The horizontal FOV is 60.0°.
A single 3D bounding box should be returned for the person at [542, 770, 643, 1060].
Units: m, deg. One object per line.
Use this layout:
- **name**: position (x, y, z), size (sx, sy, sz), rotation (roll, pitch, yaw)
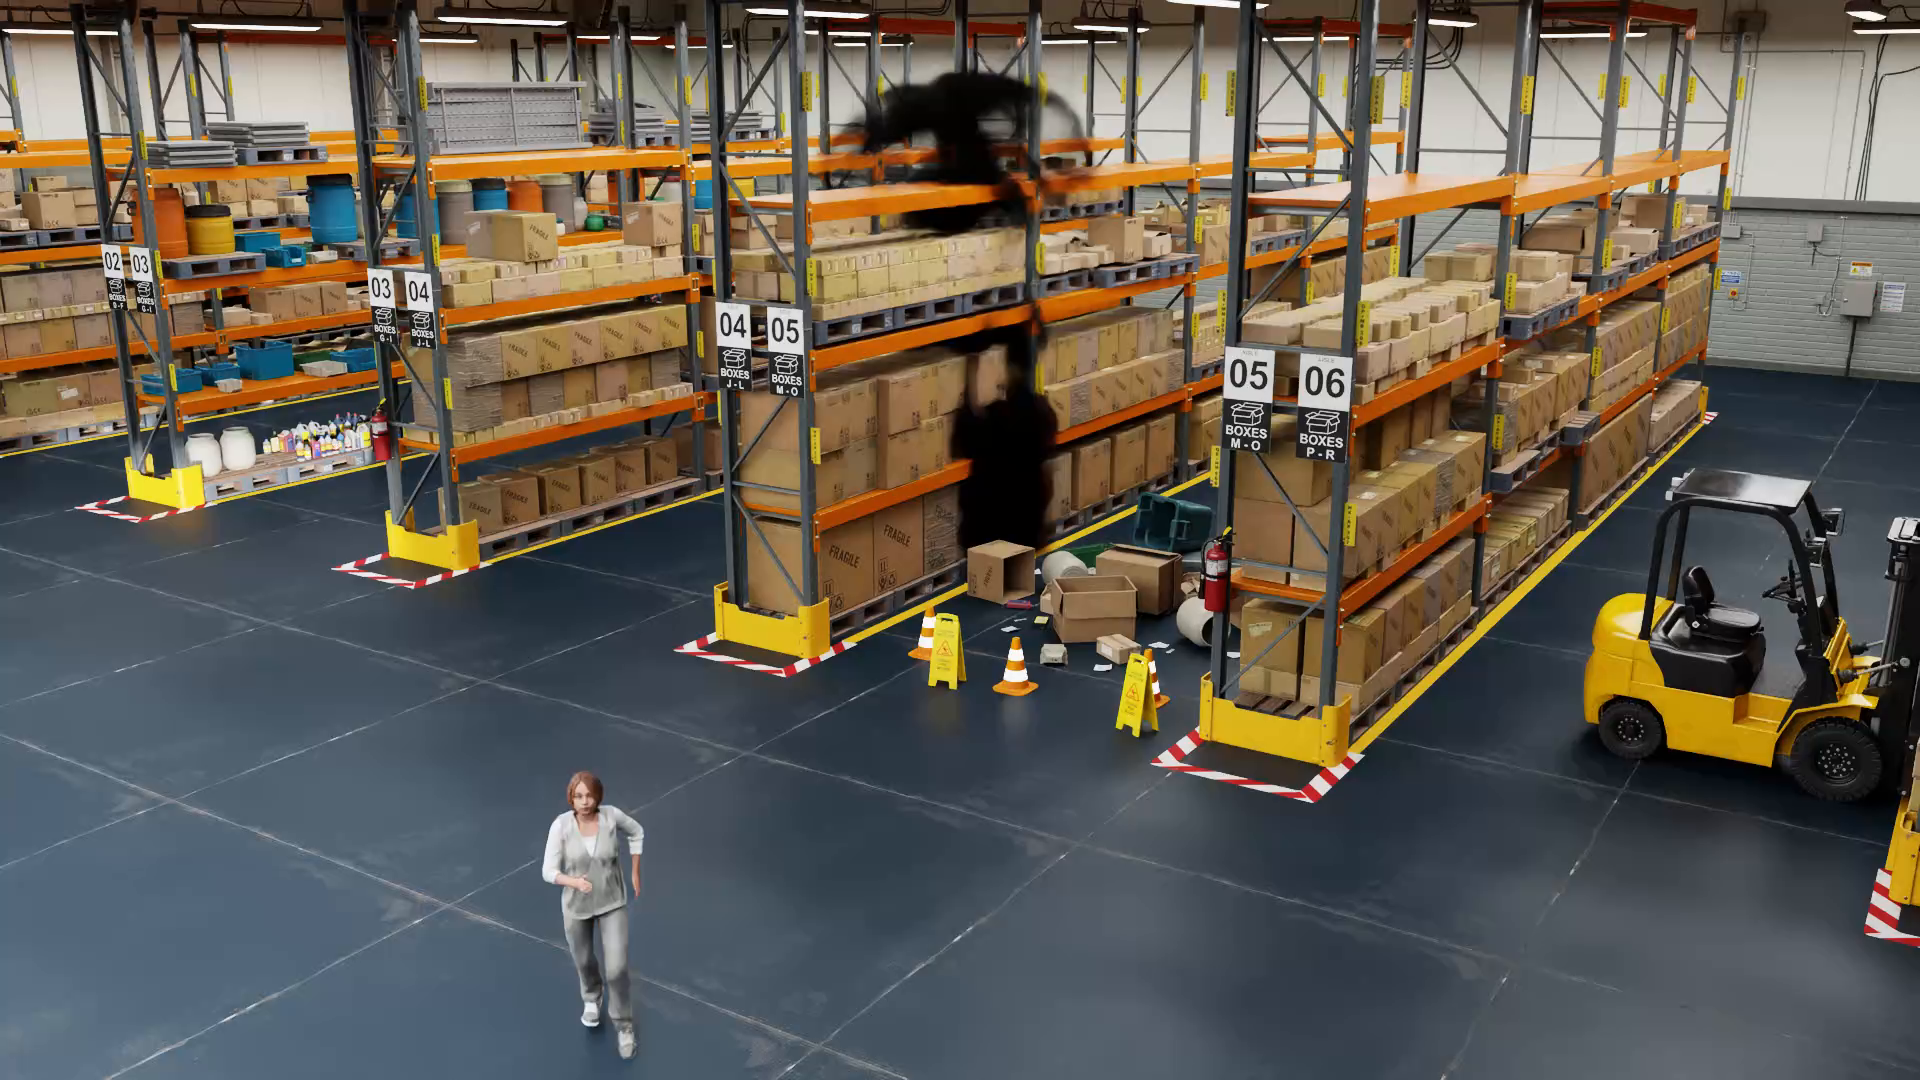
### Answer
- **person**: position (-1.965, 2.021, 8.996), size (0.526, 1.647, 0.684), rotation (-3, 16, -9)
